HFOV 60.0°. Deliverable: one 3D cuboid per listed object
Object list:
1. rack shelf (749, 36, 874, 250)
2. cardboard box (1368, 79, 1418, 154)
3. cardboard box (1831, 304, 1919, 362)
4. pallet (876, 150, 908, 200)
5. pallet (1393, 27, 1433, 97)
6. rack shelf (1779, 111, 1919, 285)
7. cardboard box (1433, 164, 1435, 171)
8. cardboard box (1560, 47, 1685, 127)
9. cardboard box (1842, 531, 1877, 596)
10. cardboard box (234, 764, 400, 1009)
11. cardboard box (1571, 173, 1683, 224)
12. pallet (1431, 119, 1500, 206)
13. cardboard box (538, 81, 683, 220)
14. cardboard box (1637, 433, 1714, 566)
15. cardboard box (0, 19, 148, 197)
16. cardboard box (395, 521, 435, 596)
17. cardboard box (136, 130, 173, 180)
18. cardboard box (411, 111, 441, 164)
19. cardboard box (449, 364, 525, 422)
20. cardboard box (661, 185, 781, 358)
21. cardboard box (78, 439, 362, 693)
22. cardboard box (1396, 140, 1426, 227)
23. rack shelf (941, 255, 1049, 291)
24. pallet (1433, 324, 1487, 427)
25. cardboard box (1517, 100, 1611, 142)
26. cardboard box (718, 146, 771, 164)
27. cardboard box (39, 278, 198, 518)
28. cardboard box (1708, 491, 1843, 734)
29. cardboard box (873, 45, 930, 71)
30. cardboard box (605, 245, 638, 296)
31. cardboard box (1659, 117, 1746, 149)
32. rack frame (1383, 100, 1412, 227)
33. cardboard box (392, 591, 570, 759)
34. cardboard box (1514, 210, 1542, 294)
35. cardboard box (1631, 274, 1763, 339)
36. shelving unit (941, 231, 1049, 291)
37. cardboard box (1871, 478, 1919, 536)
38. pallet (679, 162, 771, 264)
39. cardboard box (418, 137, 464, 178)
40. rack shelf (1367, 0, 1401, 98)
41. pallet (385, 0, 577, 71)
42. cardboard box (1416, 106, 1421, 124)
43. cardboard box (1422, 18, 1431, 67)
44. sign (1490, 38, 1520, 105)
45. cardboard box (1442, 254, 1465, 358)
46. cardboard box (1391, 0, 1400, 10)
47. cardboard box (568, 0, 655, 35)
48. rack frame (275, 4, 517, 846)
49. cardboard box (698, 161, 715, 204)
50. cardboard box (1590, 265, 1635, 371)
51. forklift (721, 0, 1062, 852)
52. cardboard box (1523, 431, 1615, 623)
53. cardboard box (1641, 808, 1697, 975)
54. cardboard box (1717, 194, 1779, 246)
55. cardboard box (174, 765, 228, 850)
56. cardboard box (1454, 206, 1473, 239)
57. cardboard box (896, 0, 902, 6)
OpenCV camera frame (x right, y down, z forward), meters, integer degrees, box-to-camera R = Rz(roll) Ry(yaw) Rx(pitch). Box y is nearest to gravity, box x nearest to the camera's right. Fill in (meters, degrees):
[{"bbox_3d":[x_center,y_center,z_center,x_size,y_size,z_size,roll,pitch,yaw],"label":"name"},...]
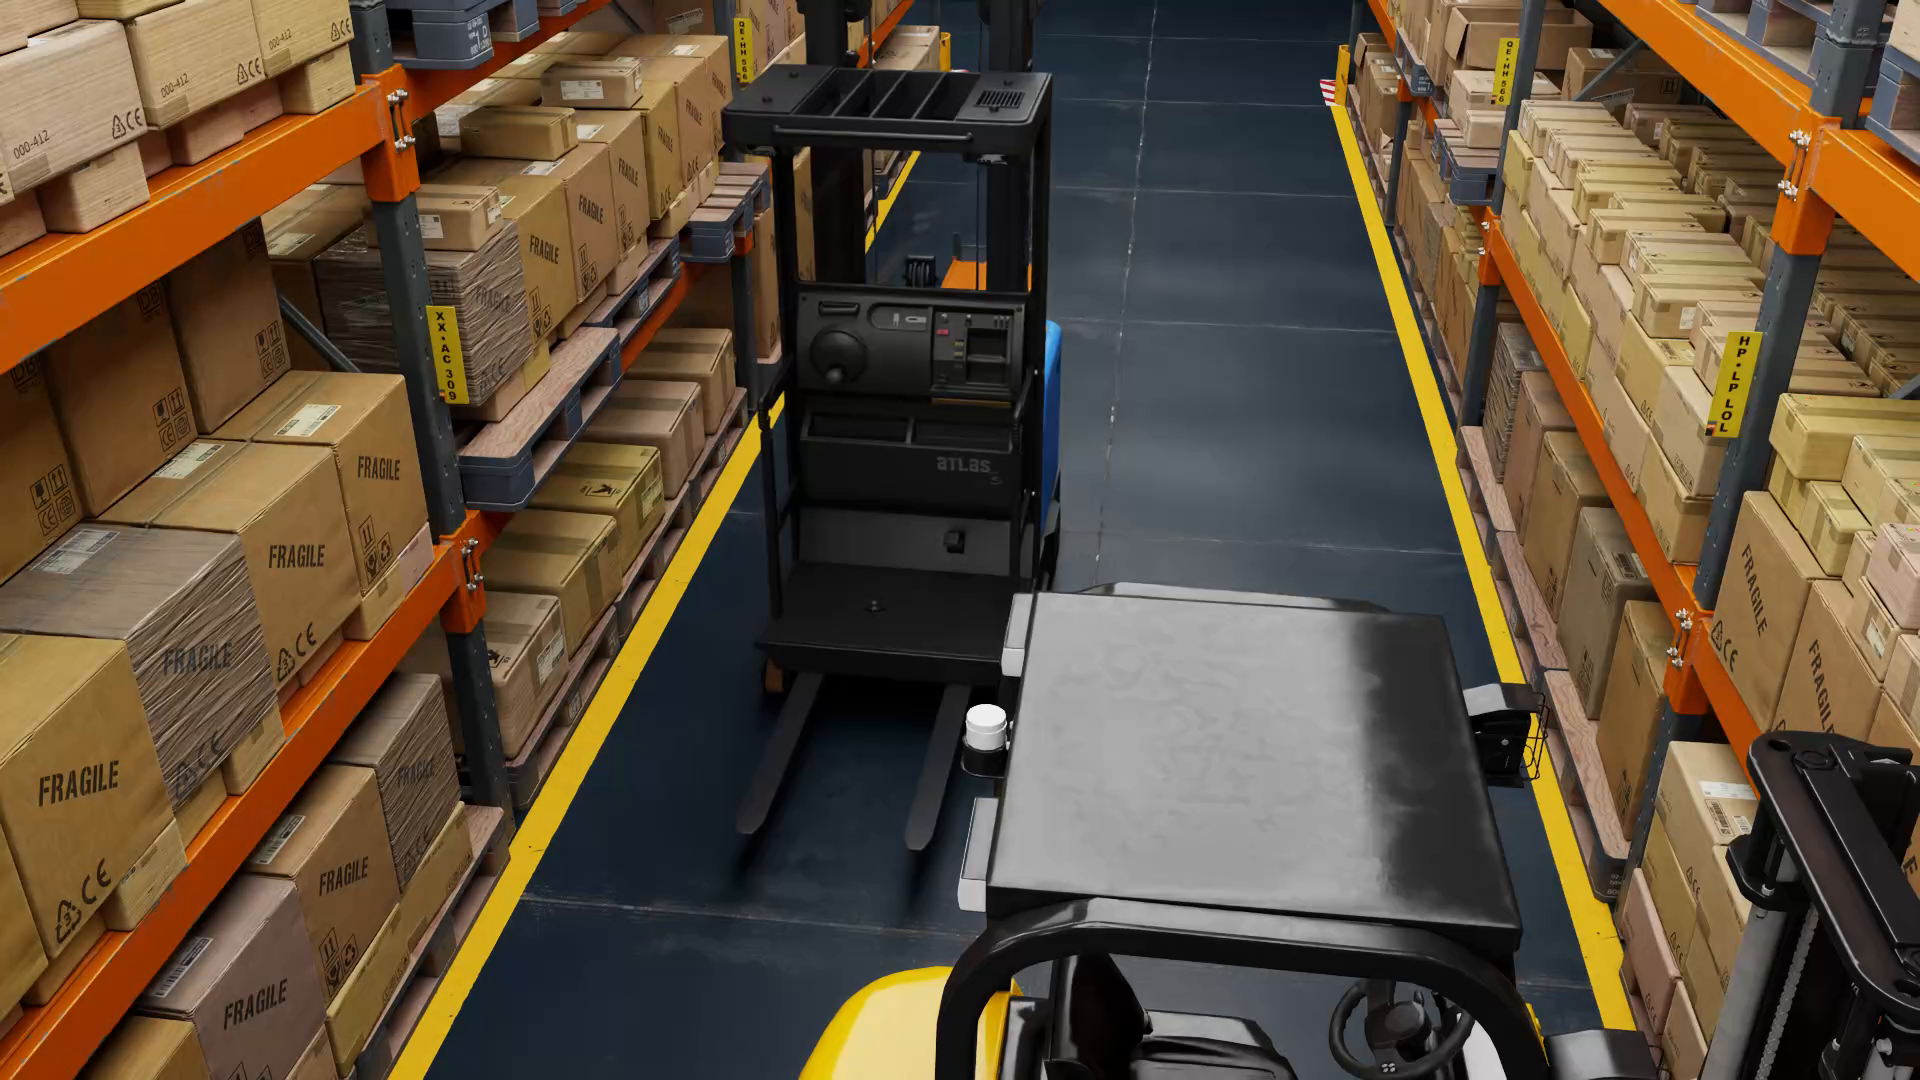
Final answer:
[{"bbox_3d":[-1.427,-2.738,10.927,1.077,0.370,4.000,3,28,6],"label":"rack shelf"},{"bbox_3d":[3.795,-3.505,13.786,0.700,0.500,0.500,2,28,4],"label":"cardboard box"},{"bbox_3d":[3.136,-0.667,5.536,0.380,0.149,0.250,3,28,6],"label":"cardboard box"},{"bbox_3d":[-1.012,-3.122,13.822,1.003,0.211,1.213,3,28,6],"label":"pallet"},{"bbox_3d":[3.538,-3.255,11.331,1.003,0.211,1.213,3,28,6],"label":"pallet"},{"bbox_3d":[2.519,-0.006,2.694,1.077,0.370,4.000,3,28,6],"label":"rack shelf"},{"bbox_3d":[3.439,-2.540,11.310,0.380,0.149,0.250,3,28,5],"label":"cardboard box"},{"bbox_3d":[3.472,-2.288,8.787,0.500,0.500,0.500,5,29,9],"label":"cardboard box"},{"bbox_3d":[2.430,0.108,4.097,0.380,0.149,0.250,3,28,6],"label":"cardboard box"},{"bbox_3d":[-2.029,0.999,4.899,0.500,0.500,0.500,4,29,7],"label":"cardboard box"},{"bbox_3d":[2.775,-1.415,6.924,0.380,0.149,0.250,4,29,7],"label":"cardboard box"},{"bbox_3d":[3.268,-2.065,9.123,1.213,0.211,1.003,3,28,6],"label":"pallet"},{"bbox_3d":[-1.565,-1.761,7.494,0.500,0.500,0.500,1,28,3],"label":"cardboard box"},{"bbox_3d":[2.566,-0.130,5.486,0.500,0.250,0.500,4,29,7],"label":"cardboard box"},{"bbox_3d":[-2.087,-0.915,3.468,0.500,0.250,0.500,3,28,5],"label":"cardboard box"},{"bbox_3d":[-1.899,0.050,5.260,0.380,0.149,0.250,3,28,6],"label":"cardboard box"},{"bbox_3d":[-2.102,-0.922,3.900,0.380,0.149,0.250,2,28,4],"label":"cardboard box"},{"bbox_3d":[-2.248,-1.562,6.440,0.380,0.149,0.250,2,28,4],"label":"cardboard box"},{"bbox_3d":[-1.781,-0.546,5.923,0.380,0.149,0.250,4,29,7],"label":"cardboard box"},{"bbox_3d":[-1.505,-1.683,10.008,0.875,0.875,0.875,3,28,6],"label":"cardboard box"},{"bbox_3d":[-2.026,0.061,4.555,0.500,0.500,0.500,4,29,8],"label":"cardboard box"},{"bbox_3d":[3.462,-2.579,12.067,0.500,0.500,0.500,5,29,8],"label":"cardboard box"},{"bbox_3d":[0.139,-1.170,8.619,0.538,0.278,1.000,4,29,8],"label":"rack shelf"},{"bbox_3d":[3.383,-0.948,9.787,1.003,0.211,1.213,3,28,6],"label":"pallet"},{"bbox_3d":[2.923,-2.023,8.053,0.380,0.149,0.250,4,29,8],"label":"cardboard box"},{"bbox_3d":[-1.363,-2.263,9.445,0.500,0.250,0.500,3,28,5],"label":"cardboard box"},{"bbox_3d":[-2.516,-0.412,4.378,0.700,0.500,0.500,4,29,6],"label":"cardboard box"},{"bbox_3d":[2.451,0.206,4.599,0.500,0.500,0.500,3,28,5],"label":"cardboard box"},{"bbox_3d":[-0.778,-4.188,15.119,0.875,0.438,0.875,4,29,8],"label":"cardboard box"},{"bbox_3d":[-1.594,-1.158,7.059,0.380,0.149,0.250,4,29,8],"label":"cardboard box"},{"bbox_3d":[3.494,-1.861,7.753,0.380,0.149,0.250,4,29,8],"label":"cardboard box"},{"bbox_3d":[3.744,-3.709,11.972,1.000,3.000,0.127,3,28,6],"label":"rack frame"},{"bbox_3d":[-2.101,0.495,6.497,0.950,0.372,0.625,4,29,7],"label":"cardboard box"},{"bbox_3d":[2.891,-1.329,7.713,0.500,0.250,0.500,3,28,5],"label":"cardboard box"},{"bbox_3d":[2.582,-0.813,5.807,0.380,0.149,0.250,2,28,5],"label":"cardboard box"},{"bbox_3d":[0.139,-0.912,8.757,0.538,1.125,1.048,4,29,8],"label":"shelving unit"},{"bbox_3d":[2.466,-0.022,4.026,0.380,0.149,0.250,3,28,5],"label":"cardboard box"},{"bbox_3d":[-1.654,-1.687,8.421,1.213,0.211,1.003,3,28,6],"label":"pallet"},{"bbox_3d":[-2.205,-1.297,6.633,0.500,0.500,0.500,4,29,8],"label":"cardboard box"},{"bbox_3d":[3.989,-4.334,13.890,1.077,0.370,4.000,3,28,6],"label":"rack shelf"},{"bbox_3d":[-1.981,-1.752,5.375,1.213,0.211,1.003,3,28,6],"label":"pallet"},{"bbox_3d":[3.496,-3.053,11.950,0.380,0.149,0.250,3,28,5],"label":"cardboard box"},{"bbox_3d":[3.193,-3.203,10.732,0.396,0.266,0.258,5,29,9],"label":"cardboard box"},{"bbox_3d":[2.715,-2.328,8.272,0.100,0.325,0.005,3,28,6],"label":"sign"},{"bbox_3d":[3.164,-1.357,9.799,0.500,0.500,0.500,3,28,5],"label":"cardboard box"},{"bbox_3d":[3.611,-4.265,12.848,0.500,0.250,0.500,3,29,6],"label":"cardboard box"},{"bbox_3d":[-1.869,-2.856,9.228,0.500,0.500,0.500,3,28,5],"label":"cardboard box"},{"bbox_3d":[-2.163,-0.230,5.514,1.000,3.000,0.127,3,28,6],"label":"rack frame"},{"bbox_3d":[-1.427,-1.768,8.191,0.380,0.149,0.250,3,28,6],"label":"cardboard box"},{"bbox_3d":[2.695,-0.826,6.252,0.500,0.250,0.500,4,29,7],"label":"cardboard box"},{"bbox_3d":[-0.232,-0.749,6.550,1.130,2.935,3.031,4,29,8],"label":"forklift"},{"bbox_3d":[3.010,-0.048,7.237,0.875,0.625,0.625,2,28,4],"label":"cardboard box"},{"bbox_3d":[2.399,1.072,5.027,0.500,0.250,0.500,3,28,6],"label":"cardboard box"},{"bbox_3d":[3.246,-1.267,6.650,0.380,0.149,0.250,4,29,8],"label":"cardboard box"},{"bbox_3d":[-2.082,0.647,4.152,0.380,0.149,0.250,3,28,5],"label":"cardboard box"},{"bbox_3d":[3.250,-1.934,10.186,0.380,0.149,0.250,3,28,5],"label":"cardboard box"},{"bbox_3d":[-0.732,-4.716,13.735,0.500,0.500,0.500,4,29,7],"label":"cardboard box"}]
